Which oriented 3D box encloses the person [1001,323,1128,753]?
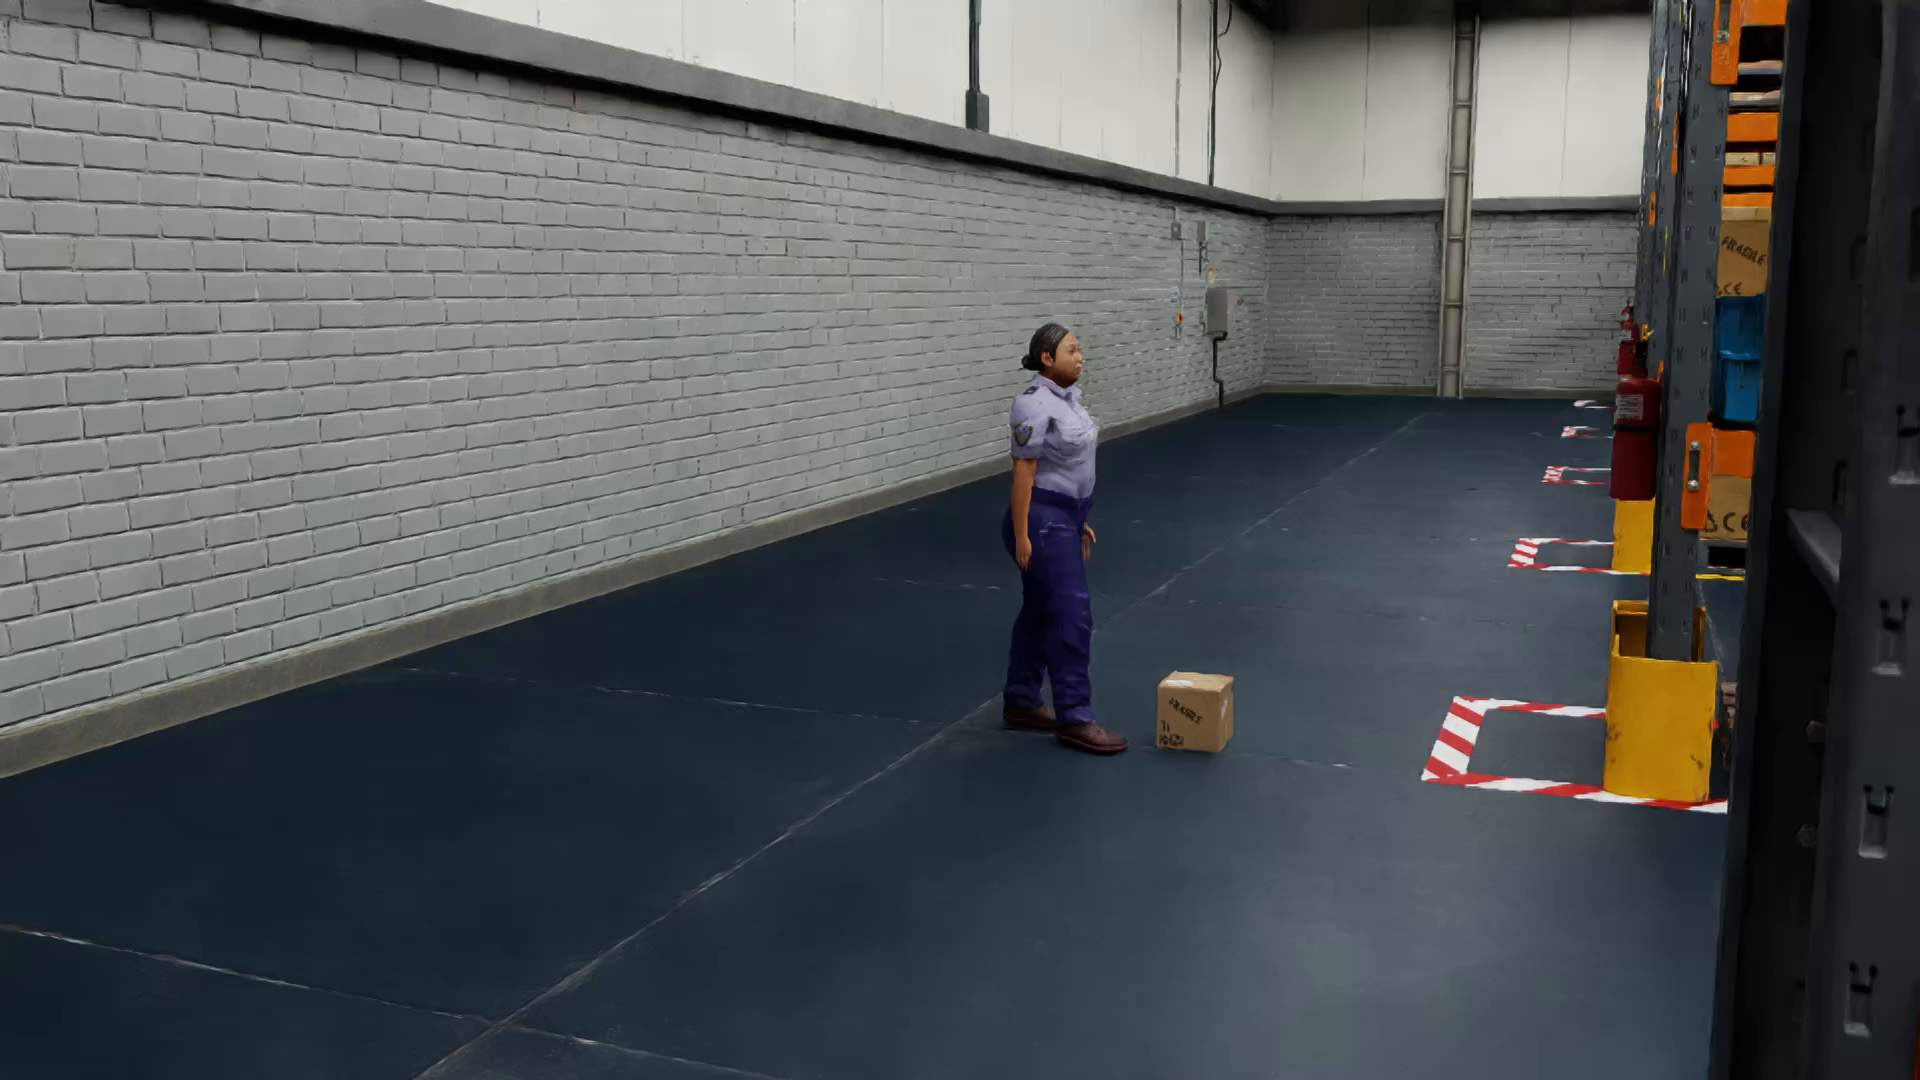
[{"bbox_3d":[0.437,-0.028,6.597,0.586,1.627,0.509,3,9,19],"label":"person"}]
